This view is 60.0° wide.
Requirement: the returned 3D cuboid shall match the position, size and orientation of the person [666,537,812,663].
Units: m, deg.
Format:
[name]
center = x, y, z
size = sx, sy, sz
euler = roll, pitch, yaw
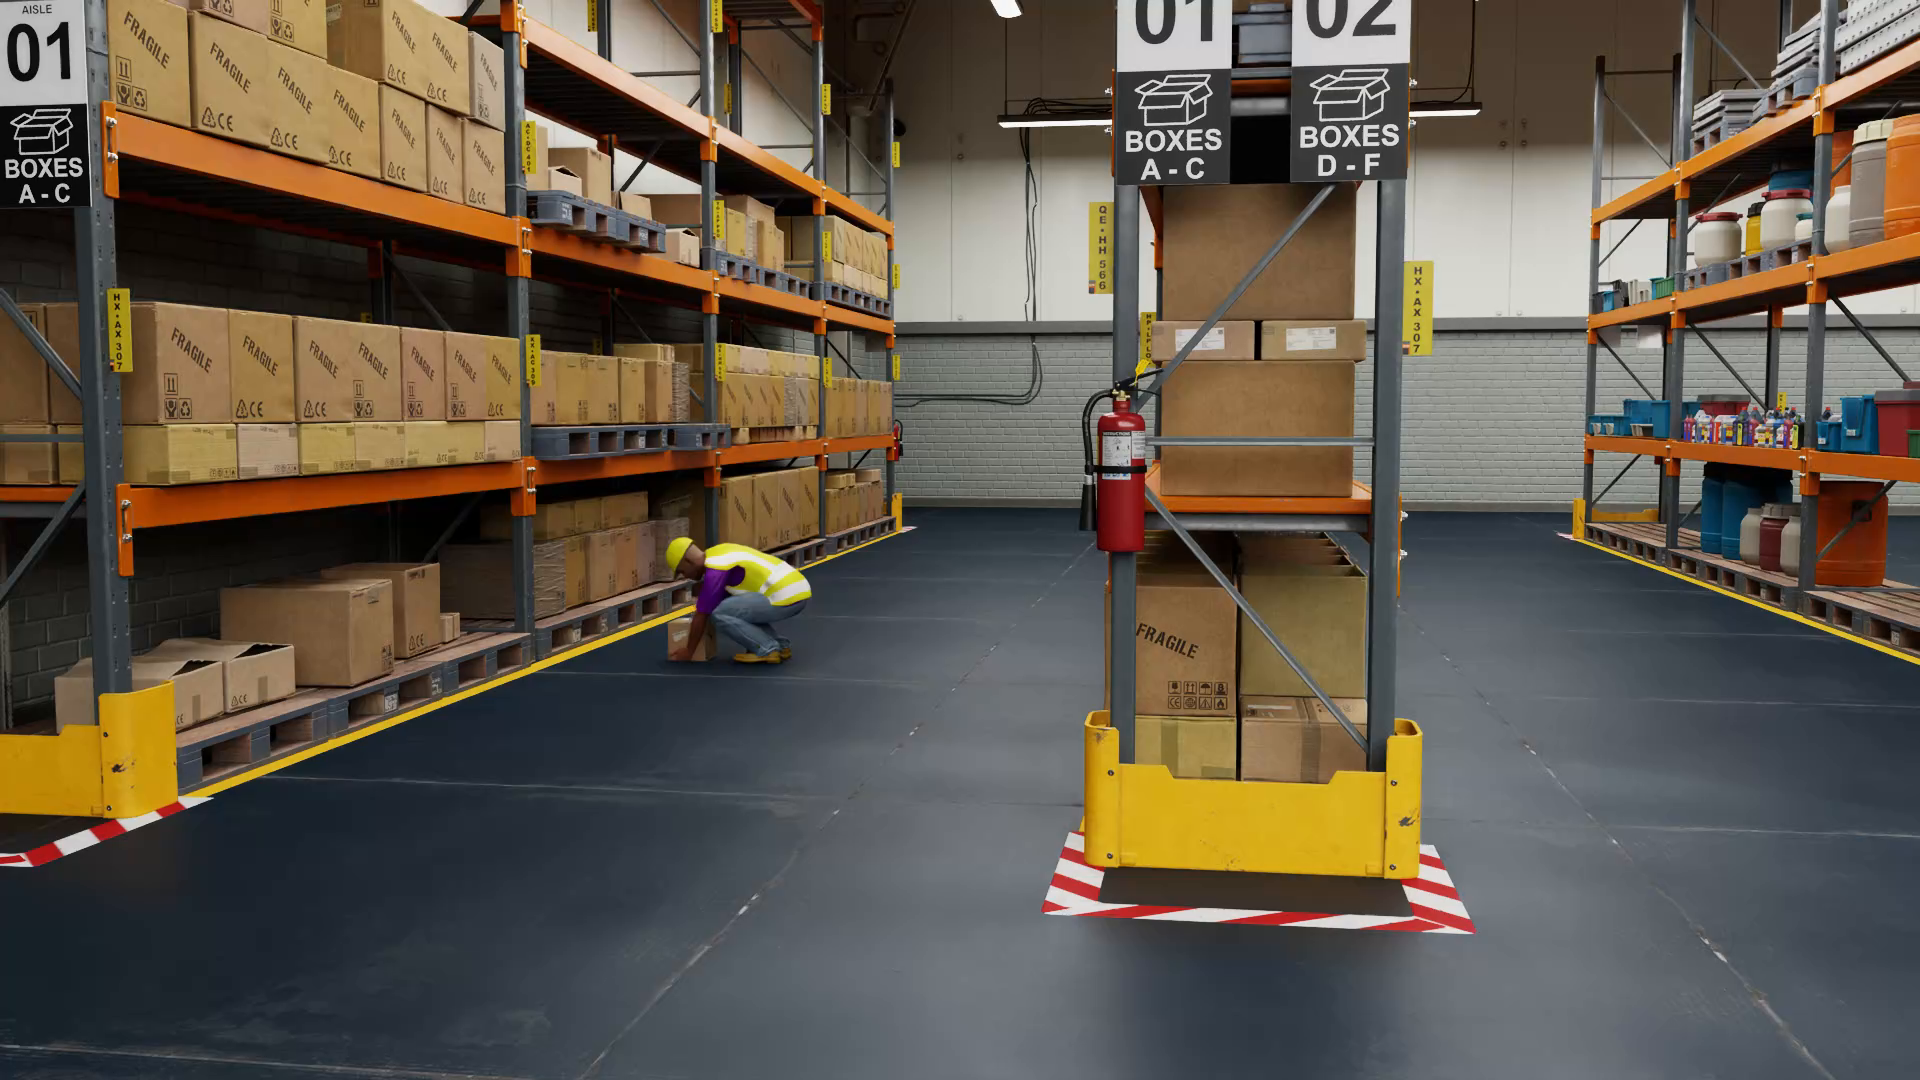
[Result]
[person]
center = -1.445, 0.429, 10.795
size = 0.928, 0.897, 0.545
euler = 1, 4, 8
